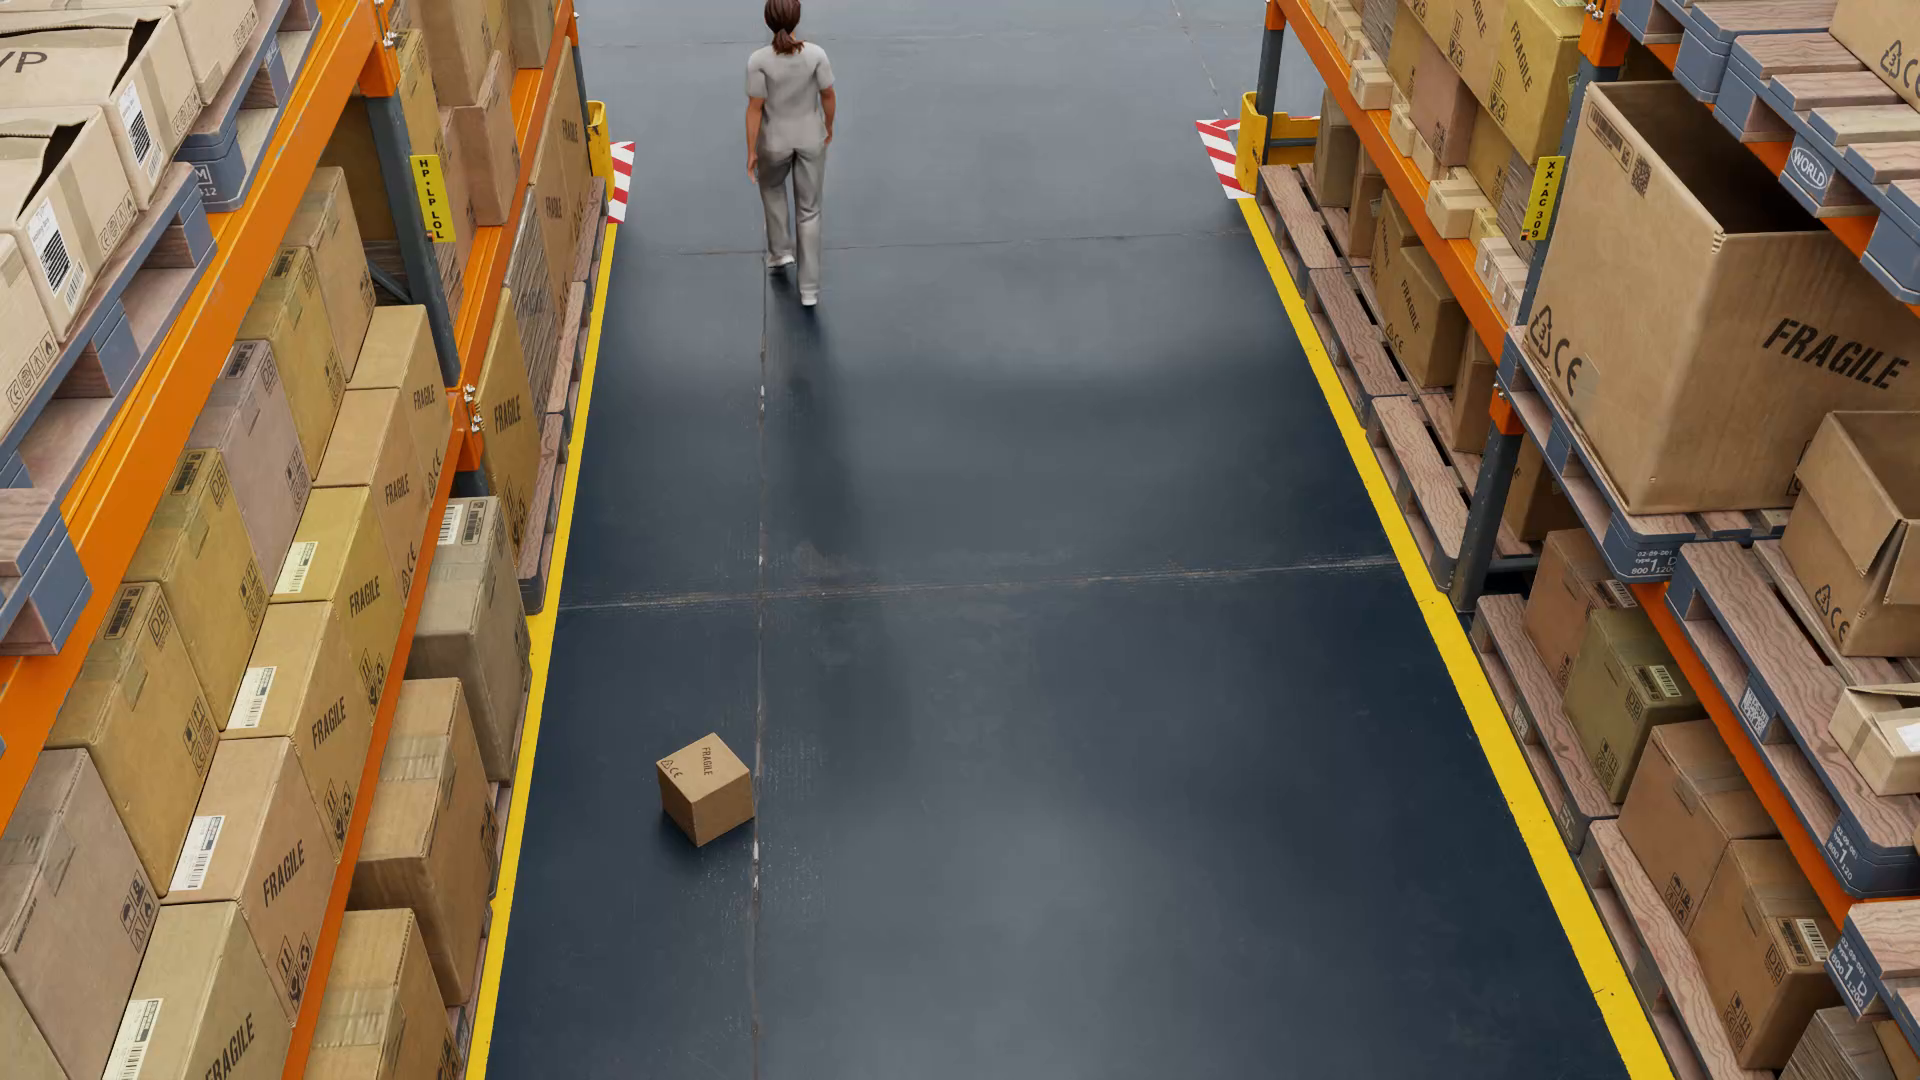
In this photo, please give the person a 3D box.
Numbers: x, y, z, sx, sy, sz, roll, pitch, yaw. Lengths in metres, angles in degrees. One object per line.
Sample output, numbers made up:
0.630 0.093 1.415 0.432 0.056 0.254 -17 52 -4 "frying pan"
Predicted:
-0.882 -2.060 8.695 0.487 1.719 0.666 -6 40 -7 "person"
